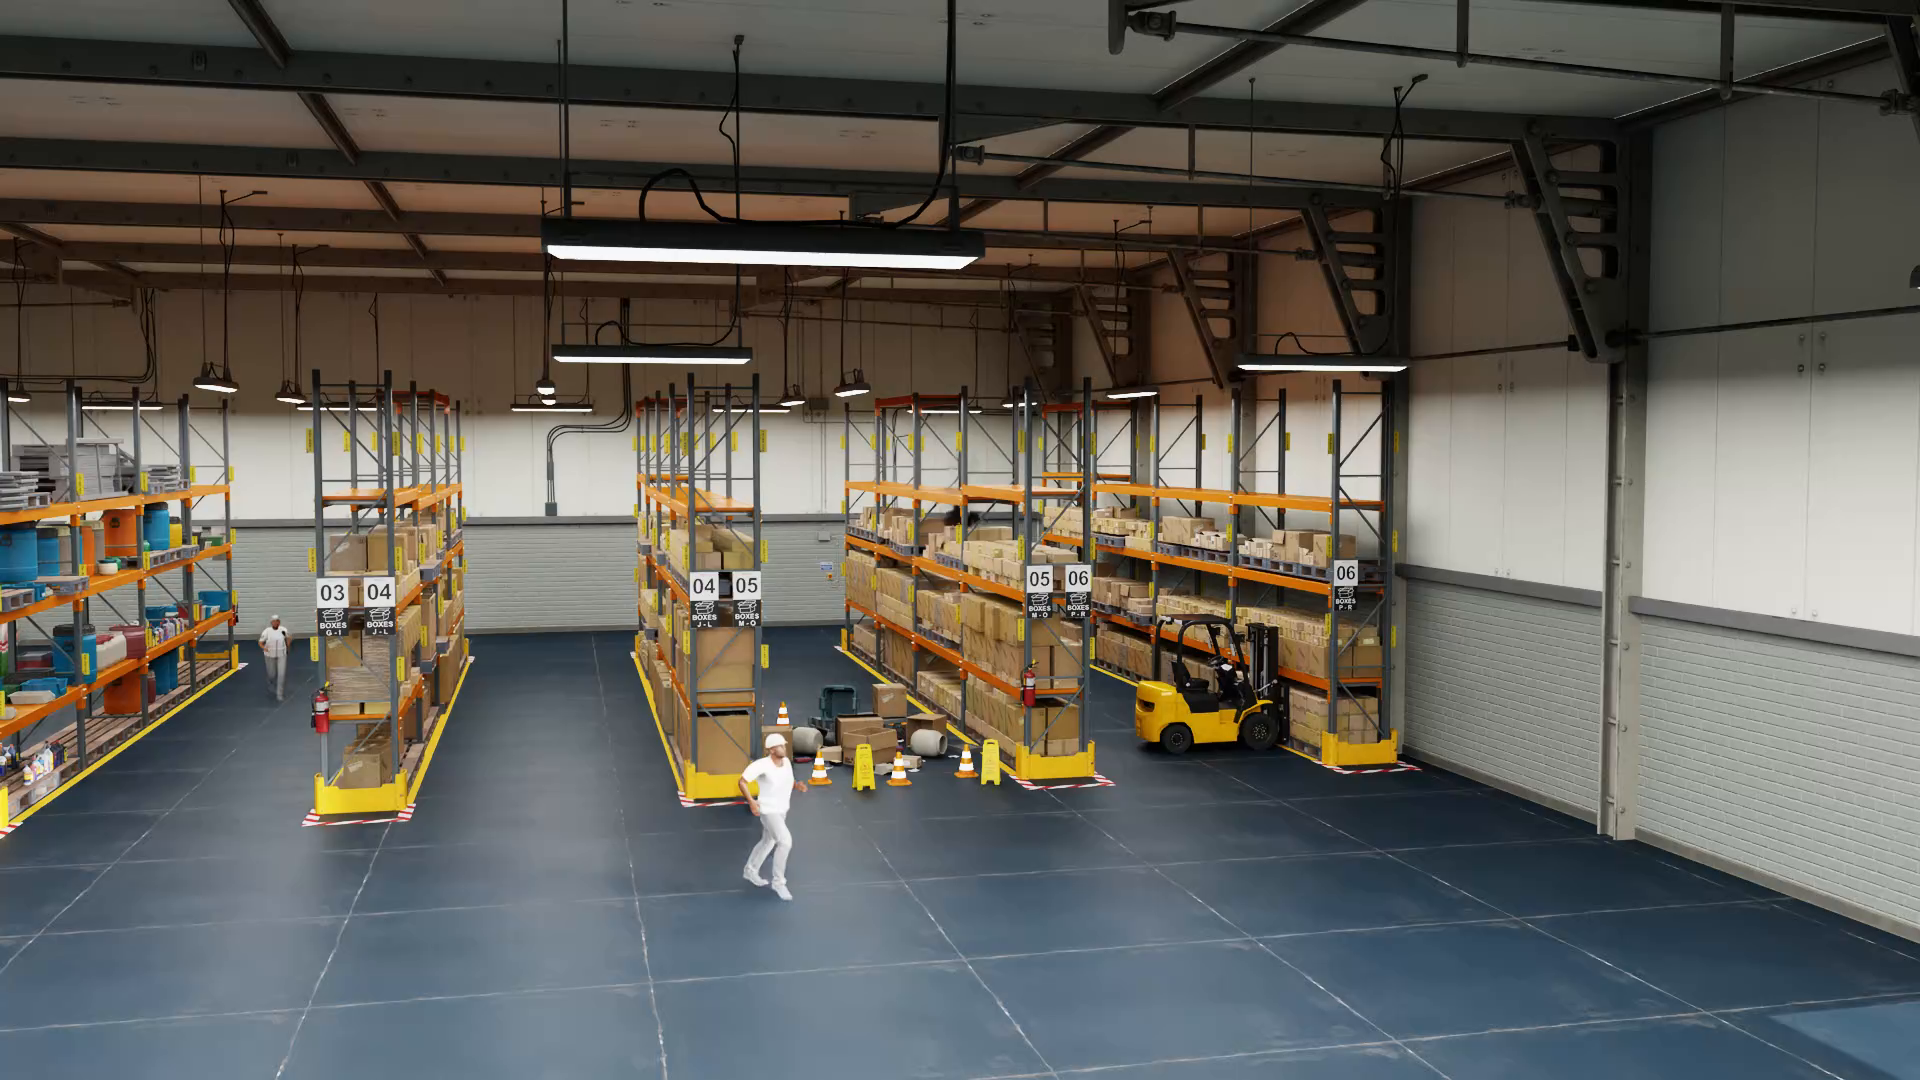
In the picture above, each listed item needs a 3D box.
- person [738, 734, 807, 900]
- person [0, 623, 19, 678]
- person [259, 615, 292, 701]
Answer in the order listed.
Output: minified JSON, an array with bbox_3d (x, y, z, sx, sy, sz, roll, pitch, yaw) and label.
[{"bbox_3d":[-2.093,3.049,18.535,0.785,1.821,0.686,2,4,25],"label":"person"},{"bbox_3d":[-18.761,2.217,32.437,0.654,1.776,0.985,-1,4,-21],"label":"person"},{"bbox_3d":[-13.463,2.304,32.726,0.606,1.668,0.856,-2,4,-26],"label":"person"}]
